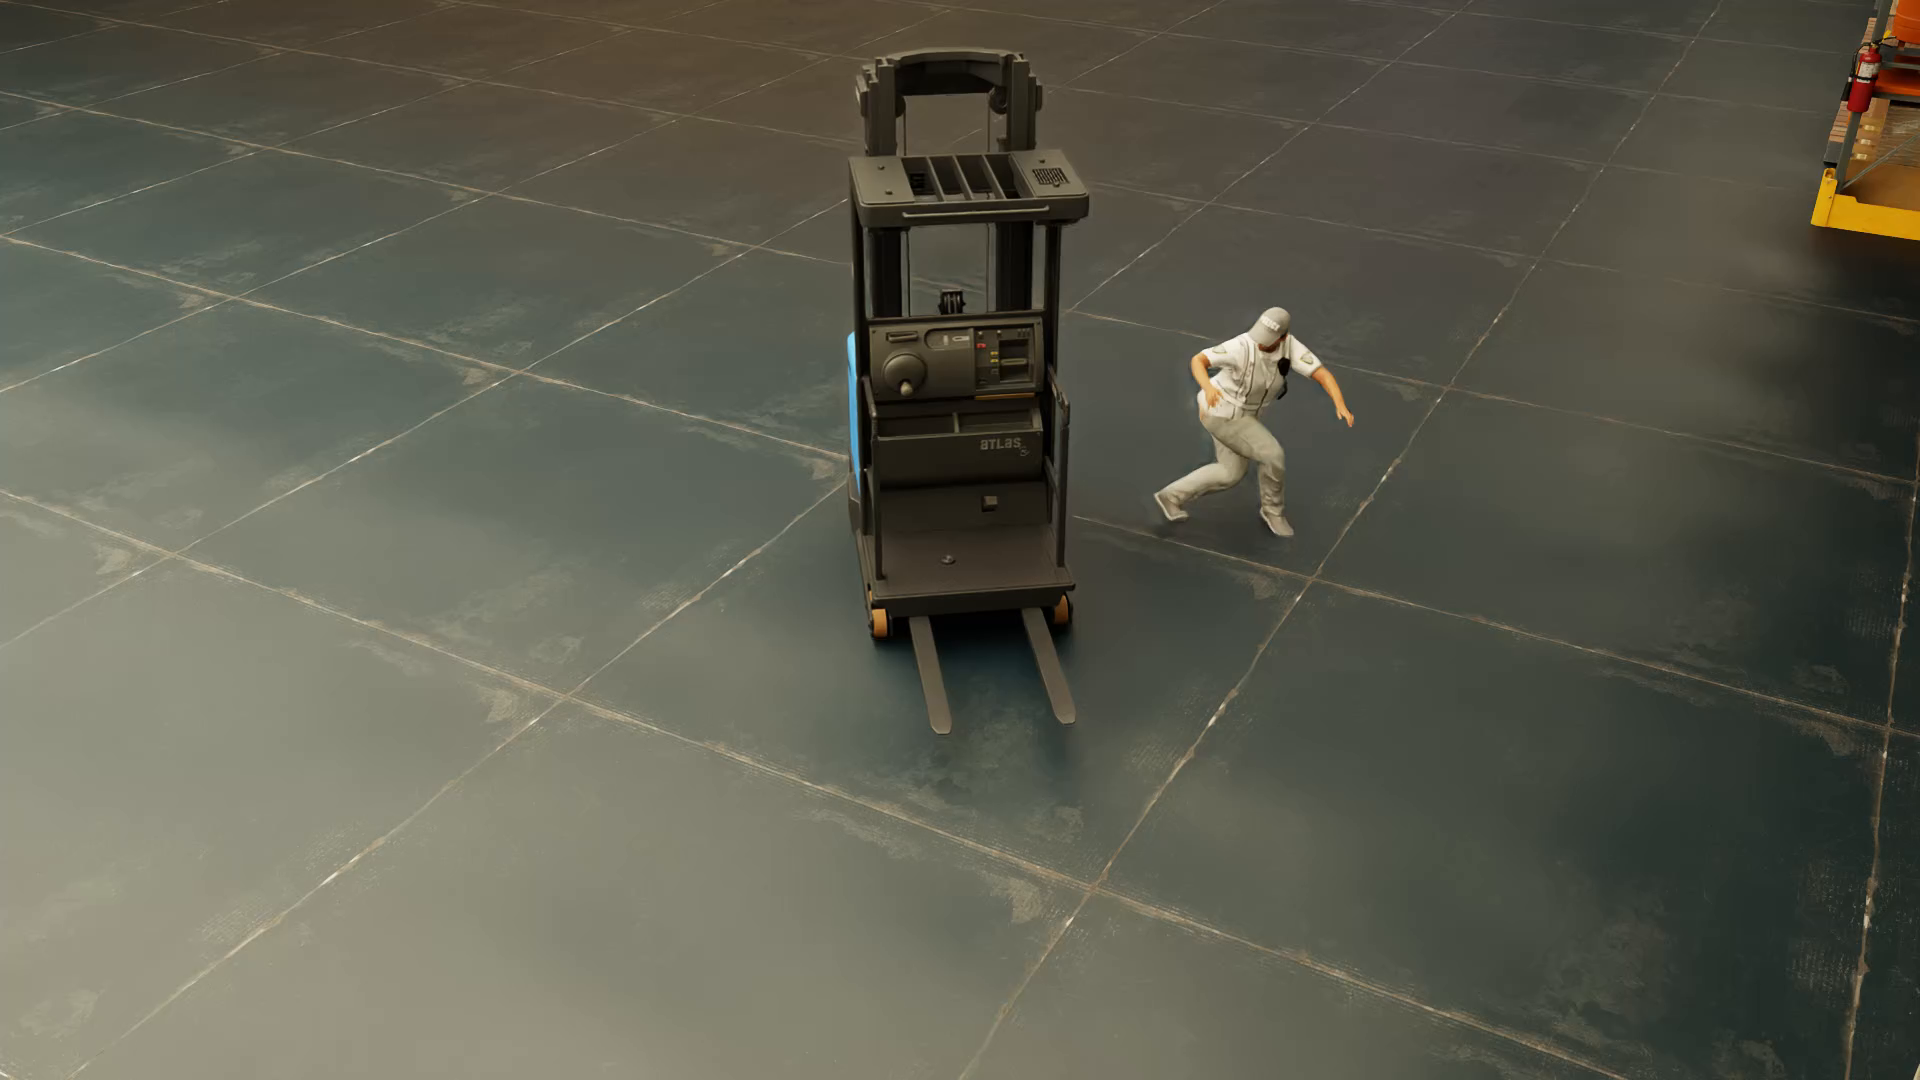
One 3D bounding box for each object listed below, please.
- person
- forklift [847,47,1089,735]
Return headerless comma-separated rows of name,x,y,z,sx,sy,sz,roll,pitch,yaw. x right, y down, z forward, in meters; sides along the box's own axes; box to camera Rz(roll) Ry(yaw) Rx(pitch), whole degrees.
person,1.722,-0.640,9.724,1.062,1.459,0.836,21,36,32
forklift,0.017,-0.920,8.665,1.130,2.935,3.031,-4,30,-7
